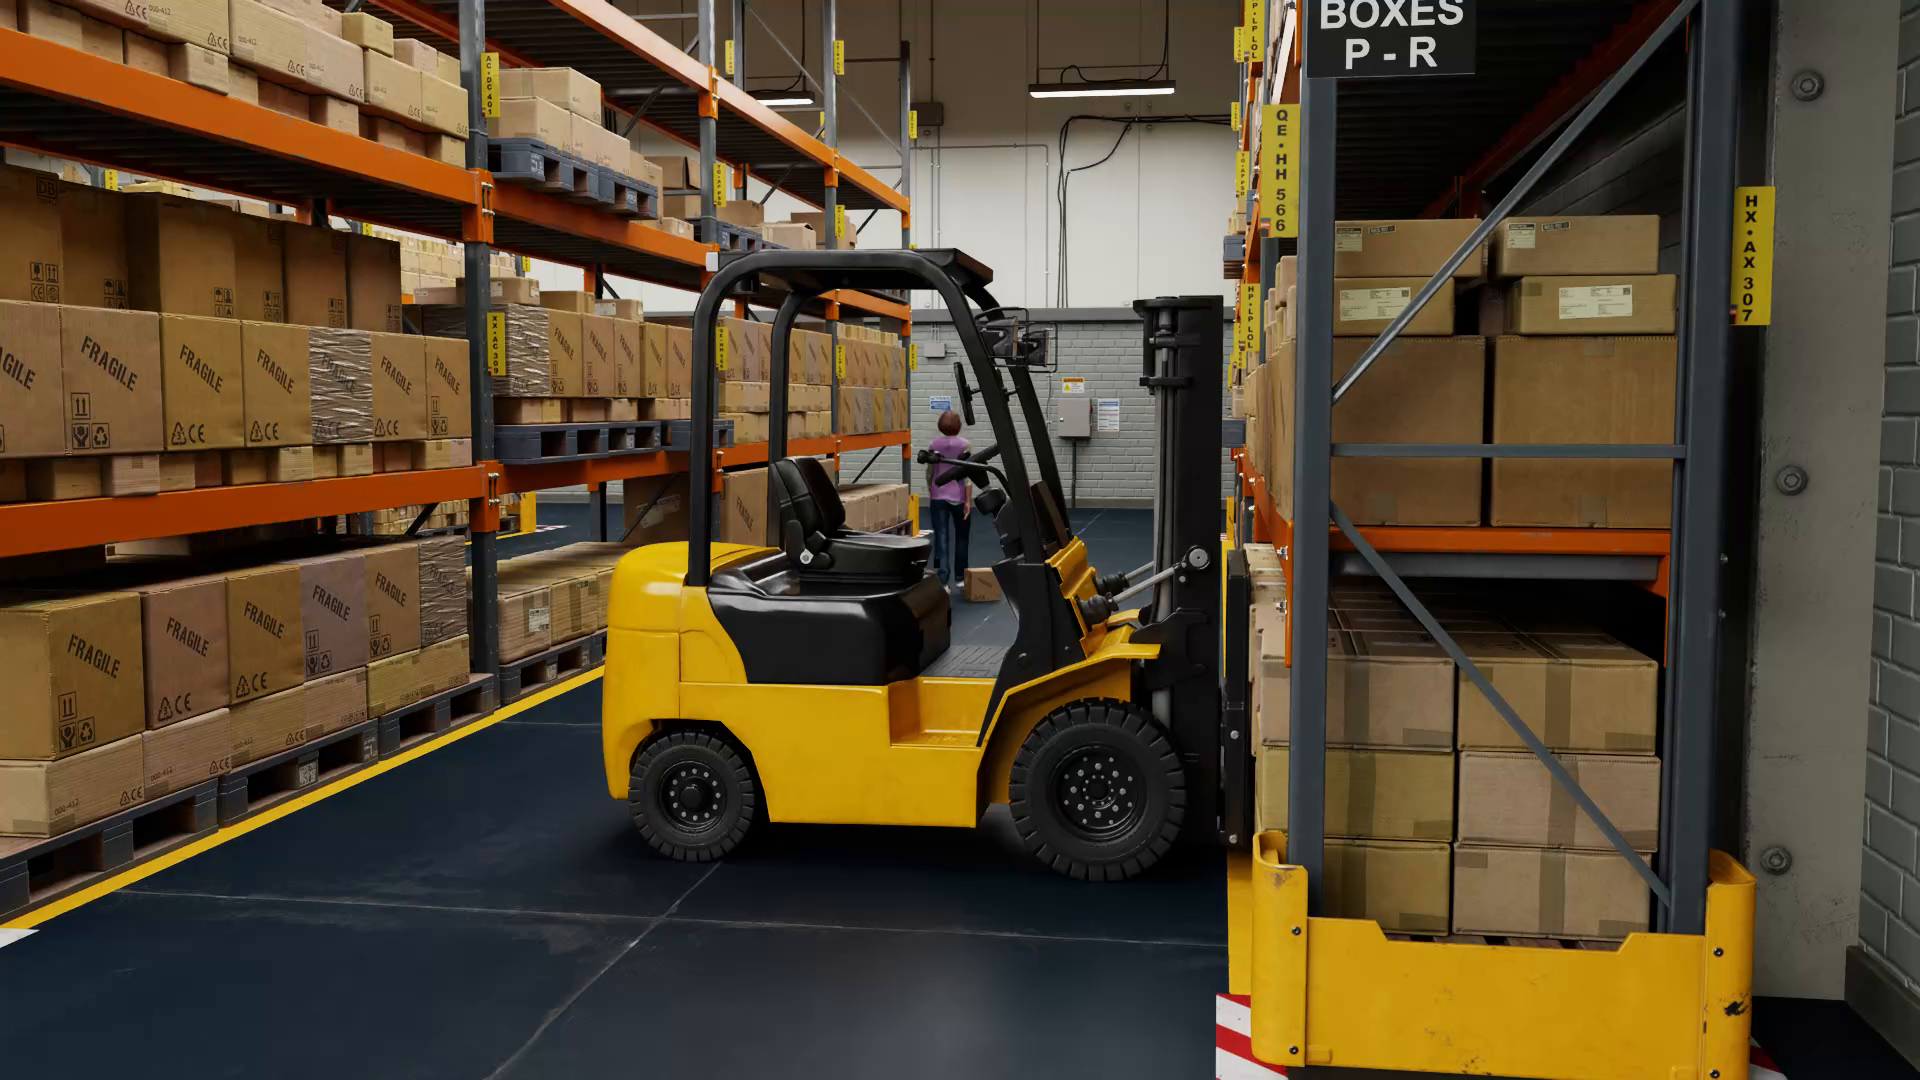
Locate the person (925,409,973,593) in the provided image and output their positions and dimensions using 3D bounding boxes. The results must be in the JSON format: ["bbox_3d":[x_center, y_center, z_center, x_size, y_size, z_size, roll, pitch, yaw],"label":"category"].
[{"bbox_3d":[-0.087,-0.337,14.136,0.418,1.542,0.937,0,5,3],"label":"person"}]
